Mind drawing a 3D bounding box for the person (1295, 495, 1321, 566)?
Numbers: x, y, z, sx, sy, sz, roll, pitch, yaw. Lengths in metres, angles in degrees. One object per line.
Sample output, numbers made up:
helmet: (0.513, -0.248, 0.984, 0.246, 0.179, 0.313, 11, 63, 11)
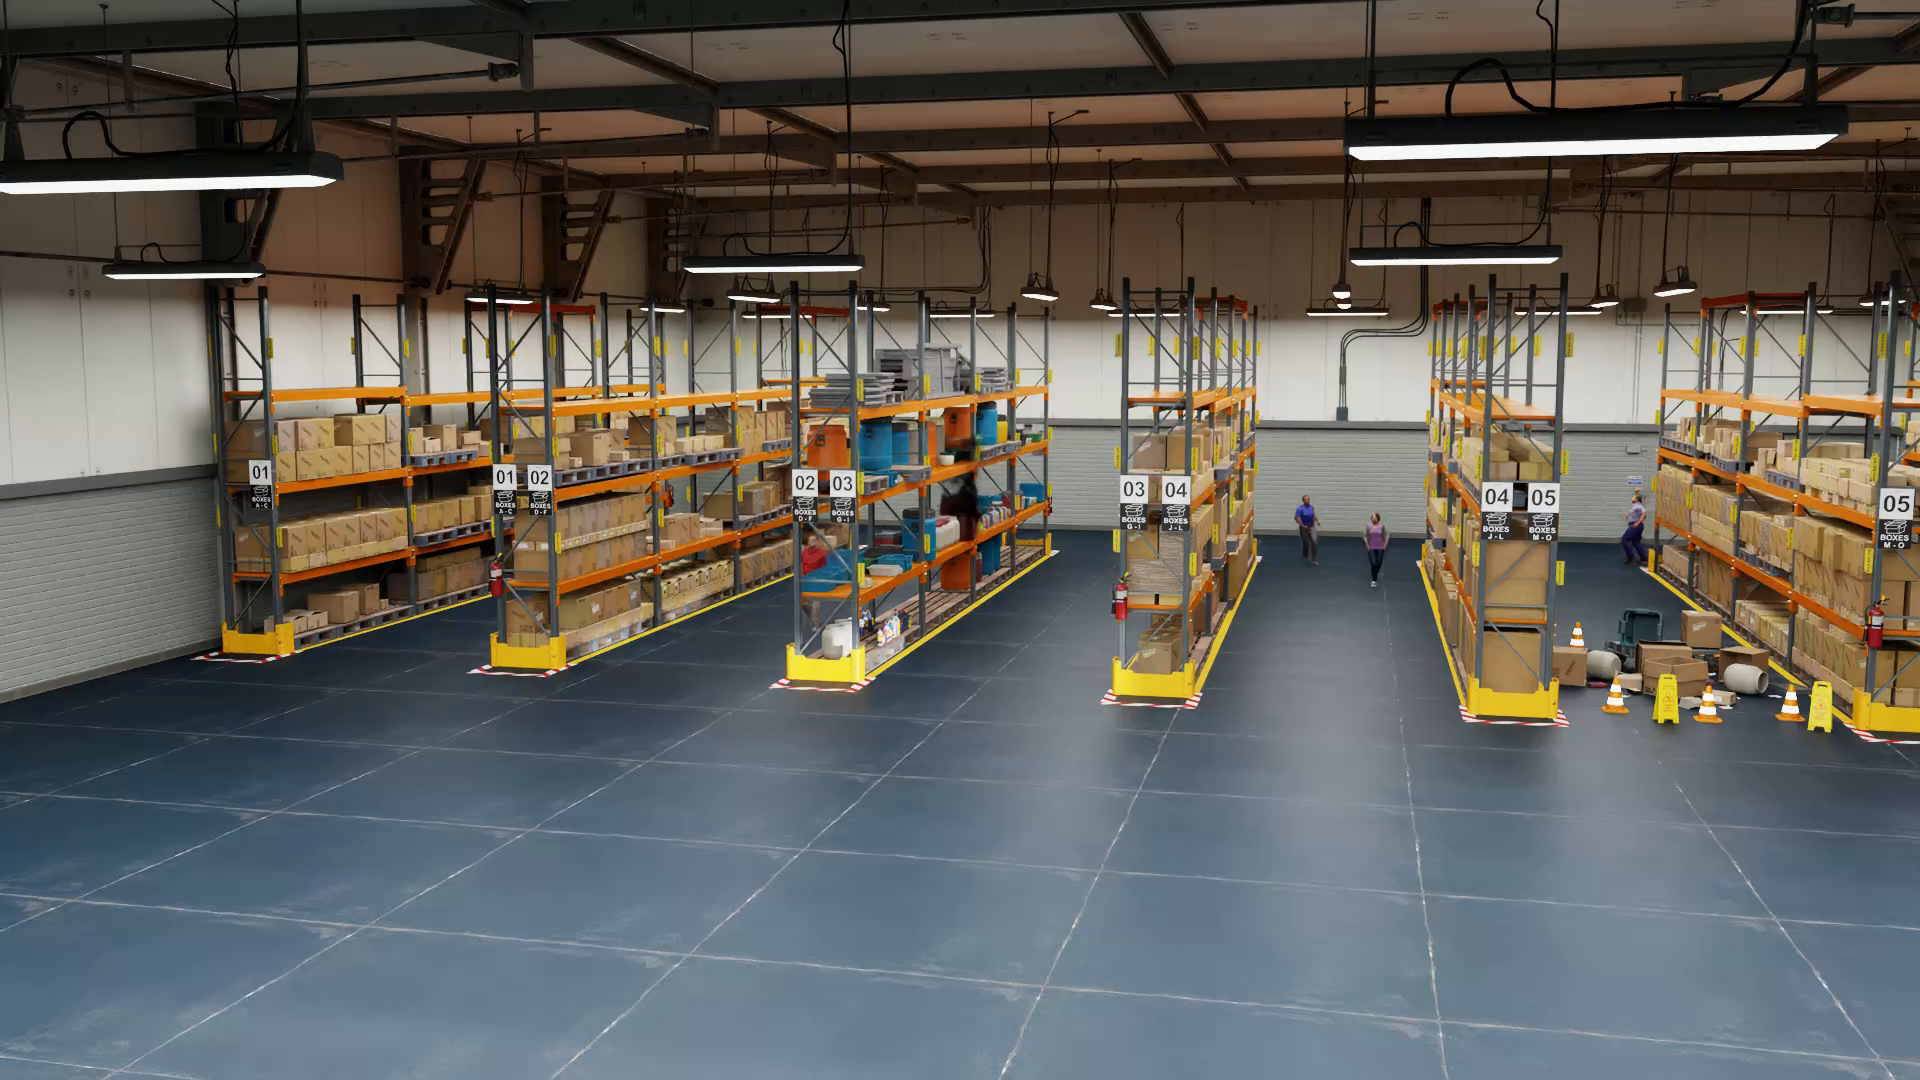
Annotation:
person: (8.079, -0.241, 38.765, 0.656, 1.647, 0.858, -1, 7, -9)

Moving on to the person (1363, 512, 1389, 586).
person: (8.805, 0.196, 35.219, 0.542, 1.565, 0.494, 2, 7, 18)

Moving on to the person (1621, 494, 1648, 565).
person: (15.693, -0.240, 38.659, 0.645, 1.685, 0.608, 3, 7, 25)

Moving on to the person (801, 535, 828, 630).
person: (-2.624, 0.765, 29.509, 0.710, 1.697, 0.563, 2, 7, 20)
